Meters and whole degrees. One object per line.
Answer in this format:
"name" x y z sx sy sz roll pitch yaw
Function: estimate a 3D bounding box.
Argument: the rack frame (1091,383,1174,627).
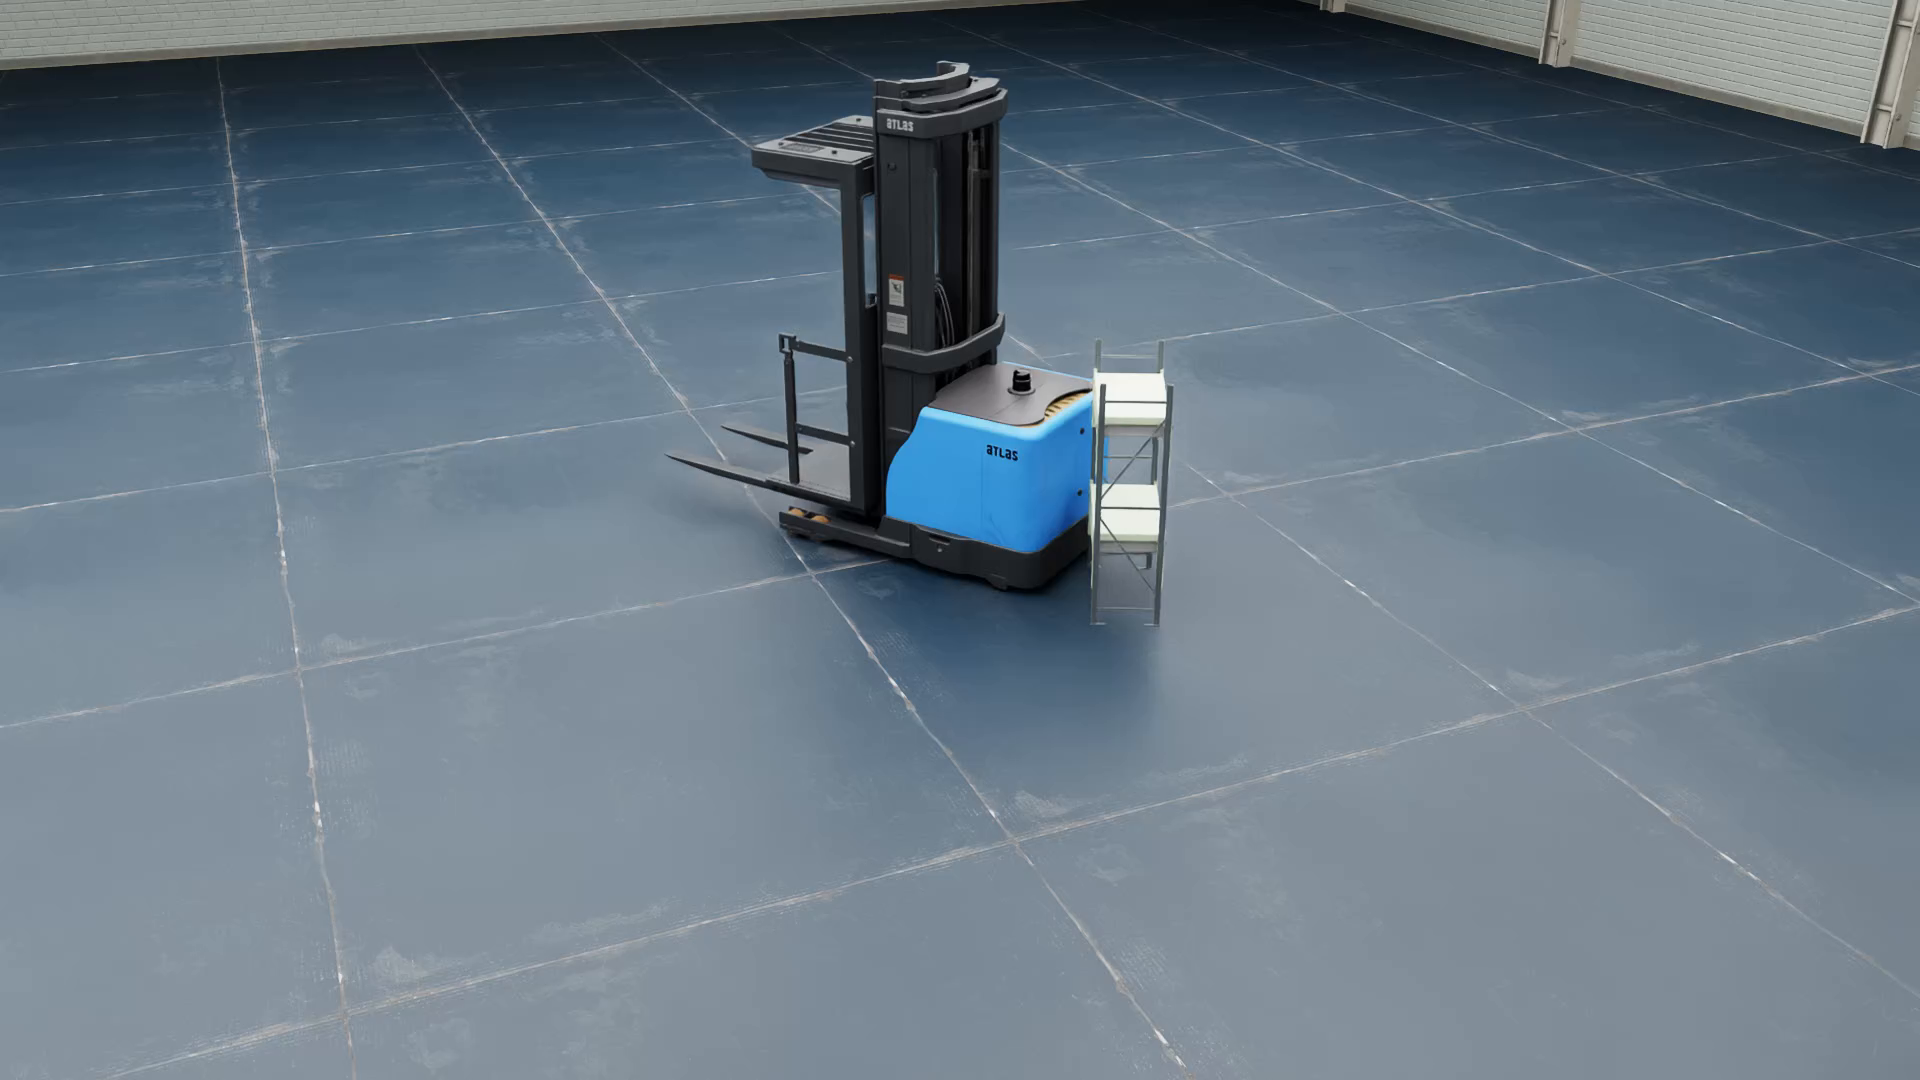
"rack frame" 0.965 -0.175 9.400 0.400 1.500 0.023 1 26 2

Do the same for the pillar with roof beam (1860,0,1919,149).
"pillar with roof beam" 7.662 -8.295 17.482 9.100 9.000 0.400 -11 28 -21

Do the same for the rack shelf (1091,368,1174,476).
"rack shelf" 0.980 -0.687 9.557 0.431 0.370 0.720 1 26 2

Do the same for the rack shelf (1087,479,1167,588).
"rack shelf" 0.980 -0.043 9.872 0.431 0.370 0.720 1 26 2

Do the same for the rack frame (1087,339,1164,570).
"rack frame" 0.995 -0.496 10.057 0.400 1.500 0.023 1 26 2

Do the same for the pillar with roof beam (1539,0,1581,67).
"pillar with roof beam" 5.313 -10.717 22.443 9.100 9.000 0.400 -11 28 -21

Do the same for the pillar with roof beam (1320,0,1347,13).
"pillar with roof beam" 2.963 -13.139 27.404 9.100 9.000 0.400 -11 28 -21

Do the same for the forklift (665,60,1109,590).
"forklift" -0.576 -1.486 10.453 3.031 2.935 1.130 15 30 28

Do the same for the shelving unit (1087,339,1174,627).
"shelving unit" 0.980 -0.336 9.729 0.431 1.500 0.755 1 26 2
